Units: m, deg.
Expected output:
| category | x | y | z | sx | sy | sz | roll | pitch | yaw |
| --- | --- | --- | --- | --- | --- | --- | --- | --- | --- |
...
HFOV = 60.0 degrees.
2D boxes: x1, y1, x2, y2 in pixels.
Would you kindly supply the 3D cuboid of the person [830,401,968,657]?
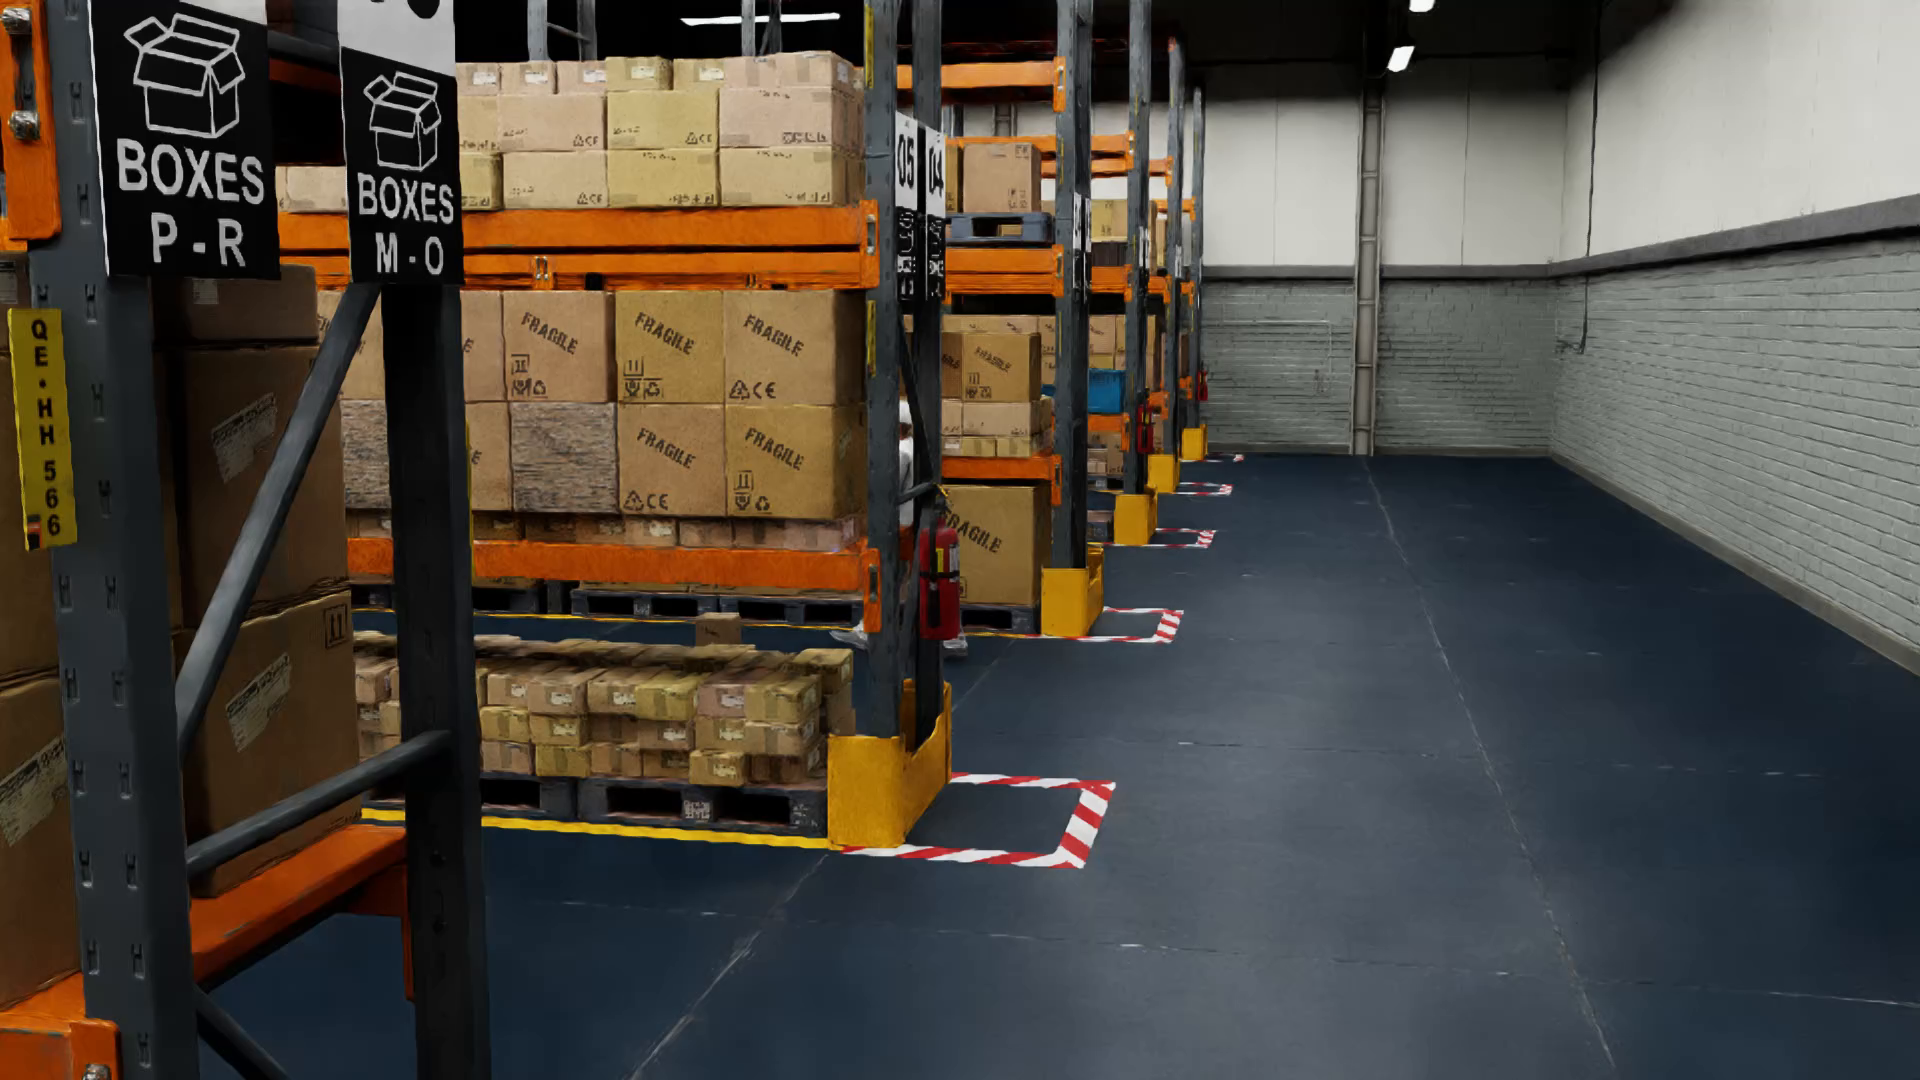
| category | x | y | z | sx | sy | sz | roll | pitch | yaw |
| --- | --- | --- | --- | --- | --- | --- | --- | --- | --- |
| person | -0.434 | -0.076 | 11.267 | 0.995 | 1.731 | 0.572 | 1 | 8 | 10 |
